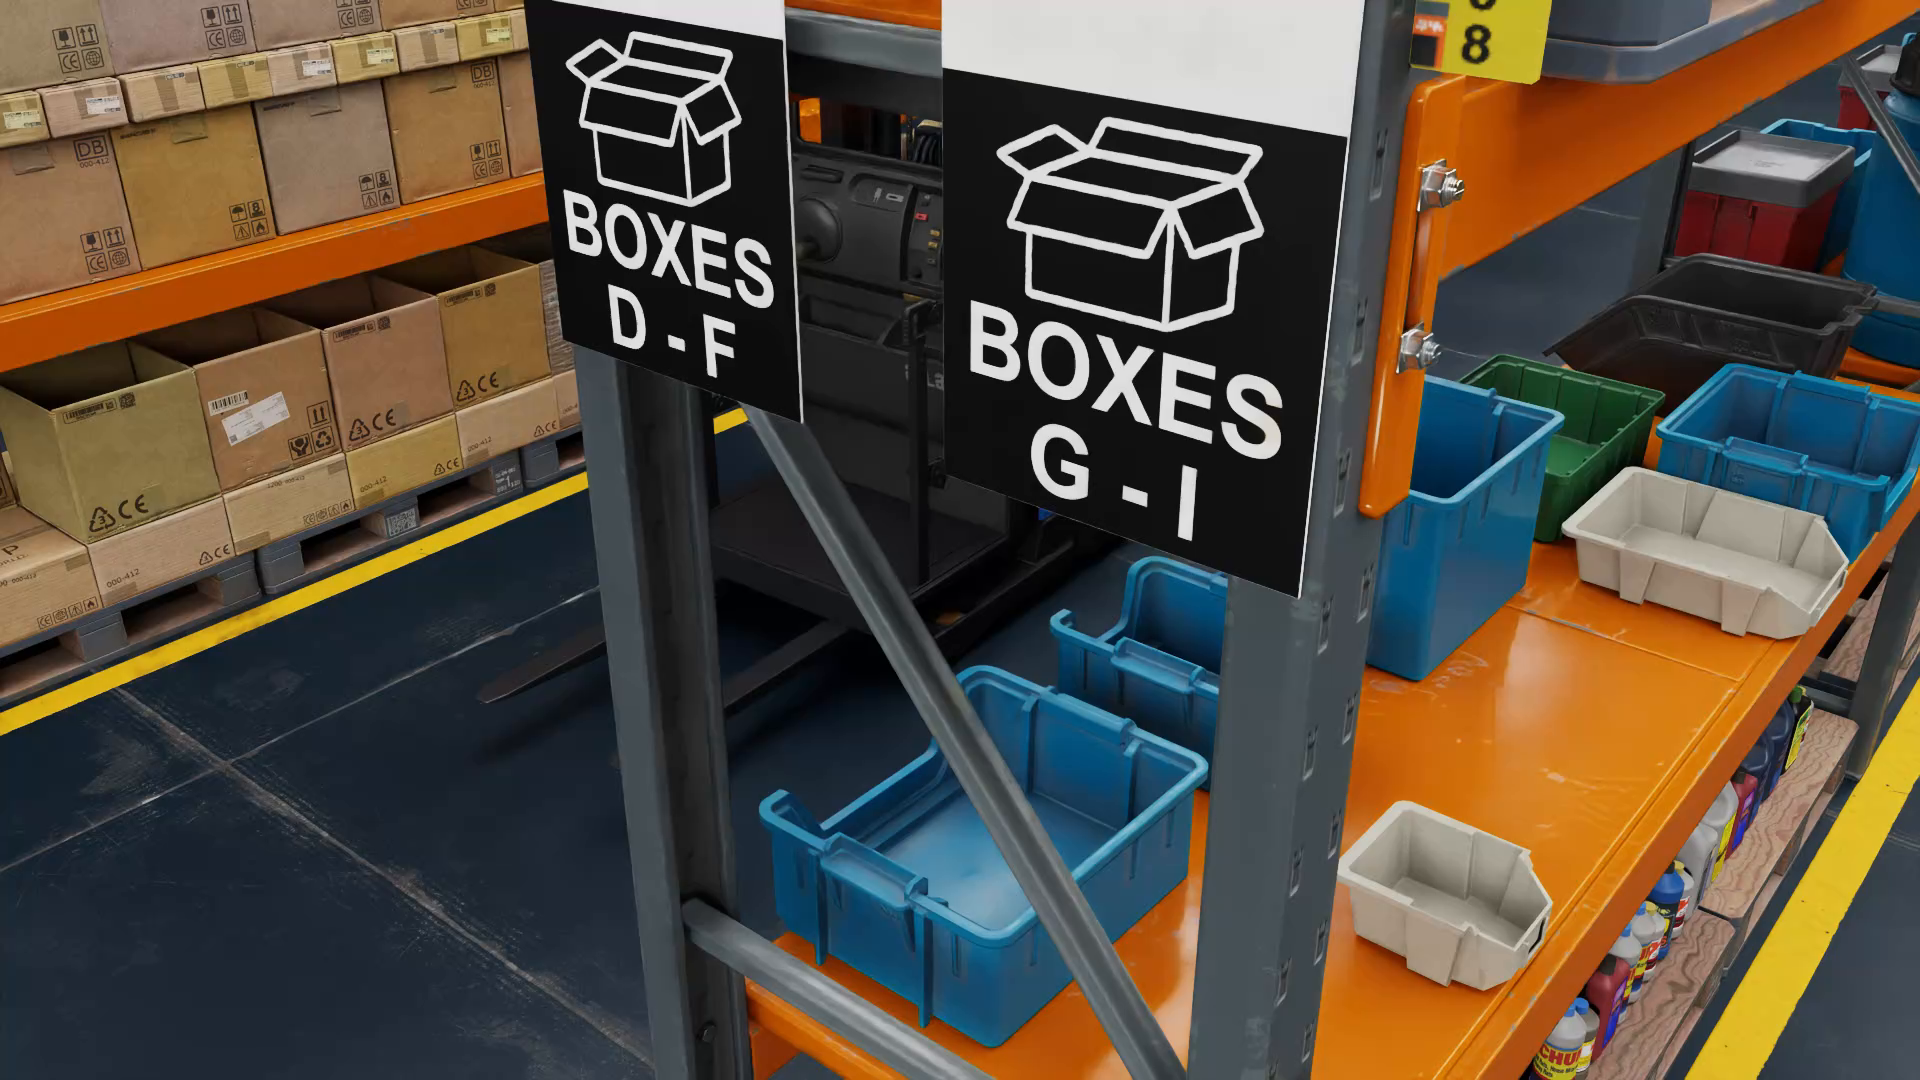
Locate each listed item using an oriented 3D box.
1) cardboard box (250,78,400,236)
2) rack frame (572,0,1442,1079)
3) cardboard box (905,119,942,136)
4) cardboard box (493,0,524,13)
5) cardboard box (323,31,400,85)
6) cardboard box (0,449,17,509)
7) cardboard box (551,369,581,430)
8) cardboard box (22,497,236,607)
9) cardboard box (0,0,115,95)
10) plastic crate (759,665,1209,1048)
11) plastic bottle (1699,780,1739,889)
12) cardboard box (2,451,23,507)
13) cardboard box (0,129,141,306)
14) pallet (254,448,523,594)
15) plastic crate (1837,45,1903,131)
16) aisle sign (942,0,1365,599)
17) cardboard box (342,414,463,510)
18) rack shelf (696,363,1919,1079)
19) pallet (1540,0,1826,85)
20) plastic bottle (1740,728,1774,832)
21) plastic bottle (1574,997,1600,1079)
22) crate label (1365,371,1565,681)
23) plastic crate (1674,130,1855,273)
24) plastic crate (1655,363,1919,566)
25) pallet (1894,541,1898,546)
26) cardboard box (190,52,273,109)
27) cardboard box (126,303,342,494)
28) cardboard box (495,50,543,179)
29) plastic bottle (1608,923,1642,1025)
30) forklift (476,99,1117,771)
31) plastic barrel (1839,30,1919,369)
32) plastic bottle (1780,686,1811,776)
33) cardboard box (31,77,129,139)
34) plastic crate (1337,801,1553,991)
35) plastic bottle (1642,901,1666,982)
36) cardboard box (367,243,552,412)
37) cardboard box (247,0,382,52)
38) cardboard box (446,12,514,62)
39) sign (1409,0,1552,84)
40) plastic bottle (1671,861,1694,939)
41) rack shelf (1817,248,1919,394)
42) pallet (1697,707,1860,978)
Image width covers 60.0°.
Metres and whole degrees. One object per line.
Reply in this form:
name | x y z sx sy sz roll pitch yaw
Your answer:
cardboard box | -2.573 -1.519 6.313 0.700 0.500 0.500 22 35 36
rack frame | -0.040 0.687 2.158 0.949 2.616 0.053 21 34 34
cardboard box | 0.012 -2.345 9.944 0.500 0.311 0.500 20 33 33
cardboard box | -1.916 -2.463 6.727 0.700 0.500 0.500 21 34 34
cardboard box | -2.302 -1.810 6.170 0.380 0.149 0.250 22 35 36
cardboard box | -3.751 -0.339 5.860 0.500 0.500 0.500 21 34 34
cardboard box | -1.770 -0.744 7.459 0.500 0.250 0.500 21 34 34
cardboard box | -3.035 -0.032 6.083 0.500 0.250 0.500 21 34 34
cardboard box | -3.192 -1.753 5.352 0.700 0.500 0.500 20 33 33
plastic crate | 0.045 0.487 2.706 0.499 0.251 0.616 21 34 34
plastic bottle | 1.987 0.744 4.452 0.144 0.351 0.185 21 34 34
cardboard box | -3.441 -0.186 6.380 0.500 0.250 0.500 21 34 34
cardboard box | -3.226 -1.157 5.613 0.700 0.500 0.500 22 34 36
pallet | -2.632 -0.239 6.982 1.003 0.211 1.213 21 34 34
plastic crate | 3.782 -1.696 6.693 0.402 0.464 0.583 21 34 34
aisle sign | 0.137 -0.358 1.348 0.394 0.787 0.004 21 34 34
cardboard box | -2.395 -0.385 6.765 0.500 0.250 0.500 21 34 34
rack shelf | 1.229 0.296 3.696 1.077 0.370 4.000 21 34 34
pallet | 0.559 -0.827 2.026 1.003 0.211 1.213 21 34 34
plastic bottle | 2.192 0.629 4.673 0.144 0.351 0.185 19 33 32
plastic bottle | 1.417 1.145 3.839 0.097 0.201 0.097 0 27 0
crate label | 0.919 -0.062 3.566 0.502 0.435 0.616 21 34 34
plastic crate | 2.573 -1.022 5.391 0.402 0.464 0.583 21 34 34
plastic crate | 2.007 -0.195 4.024 0.499 0.251 0.616 21 34 34
pallet | 3.747 -0.218 6.942 1.003 0.211 1.213 21 34 34
cardboard box | -2.629 -1.629 5.820 0.380 0.149 0.250 20 34 34
cardboard box | -2.725 -0.546 6.259 0.500 0.500 0.500 21 34 34
cardboard box | -1.926 -1.878 7.007 0.700 0.500 0.500 20 34 34
plastic bottle | 1.569 1.029 3.987 0.097 0.271 0.097 0 27 0
forklift | -0.375 -1.070 5.628 1.130 2.935 3.031 19 33 32
plastic barrel | 2.981 -1.004 4.880 0.600 0.901 0.708 21 34 34
plastic bottle | 2.450 0.546 4.908 0.061 0.283 0.133 23 35 37
cardboard box | -2.959 -1.443 5.460 0.380 0.149 0.250 20 34 34
plastic crate | 0.775 0.580 2.652 0.298 0.136 0.250 21 34 34
plastic bottle | 1.695 0.989 4.140 0.097 0.201 0.097 0 27 0
cardboard box | -2.087 -0.899 6.943 0.500 0.500 0.500 21 34 34
cardboard box | -2.553 -2.109 6.042 0.700 0.500 0.500 21 34 34
cardboard box | -1.975 -1.995 6.527 0.380 0.149 0.250 21 34 34
sign | 0.379 -0.488 1.155 0.100 0.325 0.005 21 34 34
plastic bottle | 1.826 0.916 4.281 0.097 0.201 0.097 0 27 0
rack shelf | 3.773 -1.122 6.437 1.077 0.370 4.000 21 34 34
pallet | 2.042 0.732 5.105 1.003 0.211 1.213 21 34 34
